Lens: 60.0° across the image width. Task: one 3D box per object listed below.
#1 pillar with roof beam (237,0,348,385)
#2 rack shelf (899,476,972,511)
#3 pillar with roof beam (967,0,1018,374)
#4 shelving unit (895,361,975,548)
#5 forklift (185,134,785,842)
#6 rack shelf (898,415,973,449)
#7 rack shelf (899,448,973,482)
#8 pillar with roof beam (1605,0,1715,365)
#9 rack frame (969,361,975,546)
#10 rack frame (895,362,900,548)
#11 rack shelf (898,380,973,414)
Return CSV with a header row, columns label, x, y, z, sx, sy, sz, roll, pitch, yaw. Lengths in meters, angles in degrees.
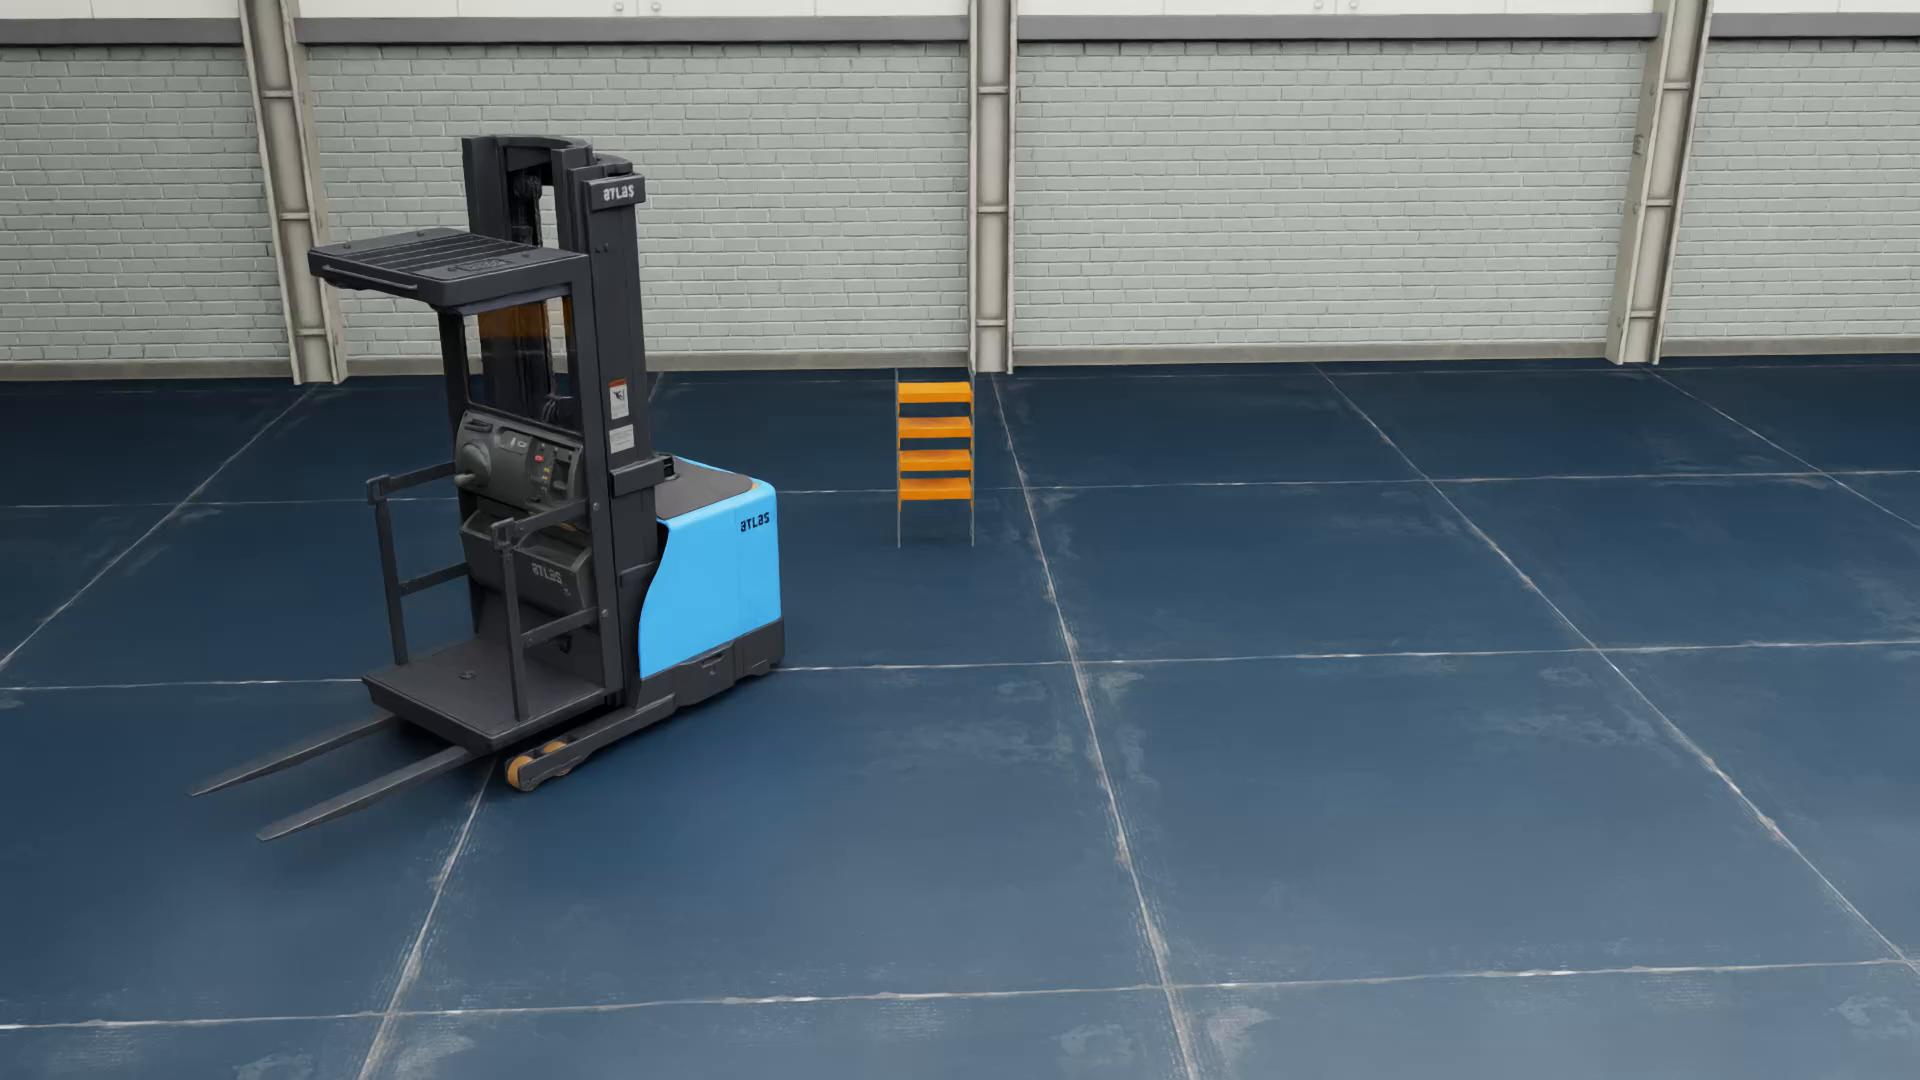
label,x,y,z,sx,sy,sz,roll,pitch,yaw
pillar with roof beam,-5.470,-4.111,9.272,0.400,9.000,9.100,-1,21,-3
rack shelf,-0.165,-0.309,10.993,0.480,0.148,0.258,-1,21,-3
pillar with roof beam,0.520,-4.233,9.592,0.400,9.000,9.100,-1,21,-3
shelving unit,-0.165,-0.557,10.899,0.503,1.200,0.258,-1,21,-3
forklift,-2.289,-0.367,7.966,1.130,2.935,3.031,16,26,36
rack shelf,-0.165,-0.704,10.843,0.480,0.148,0.258,-1,21,-3
rack shelf,-0.165,-0.494,10.923,0.480,0.148,0.258,-1,21,-3
pillar with roof beam,6.511,-4.355,9.912,0.400,9.000,9.100,-1,21,-3
rack frame,0.078,-0.562,10.912,0.015,1.200,0.240,-1,21,-3
rack frame,-0.409,-0.552,10.886,0.015,1.200,0.240,-1,21,-3
rack shelf,-0.165,-0.925,10.759,0.480,0.148,0.258,-1,21,-3
